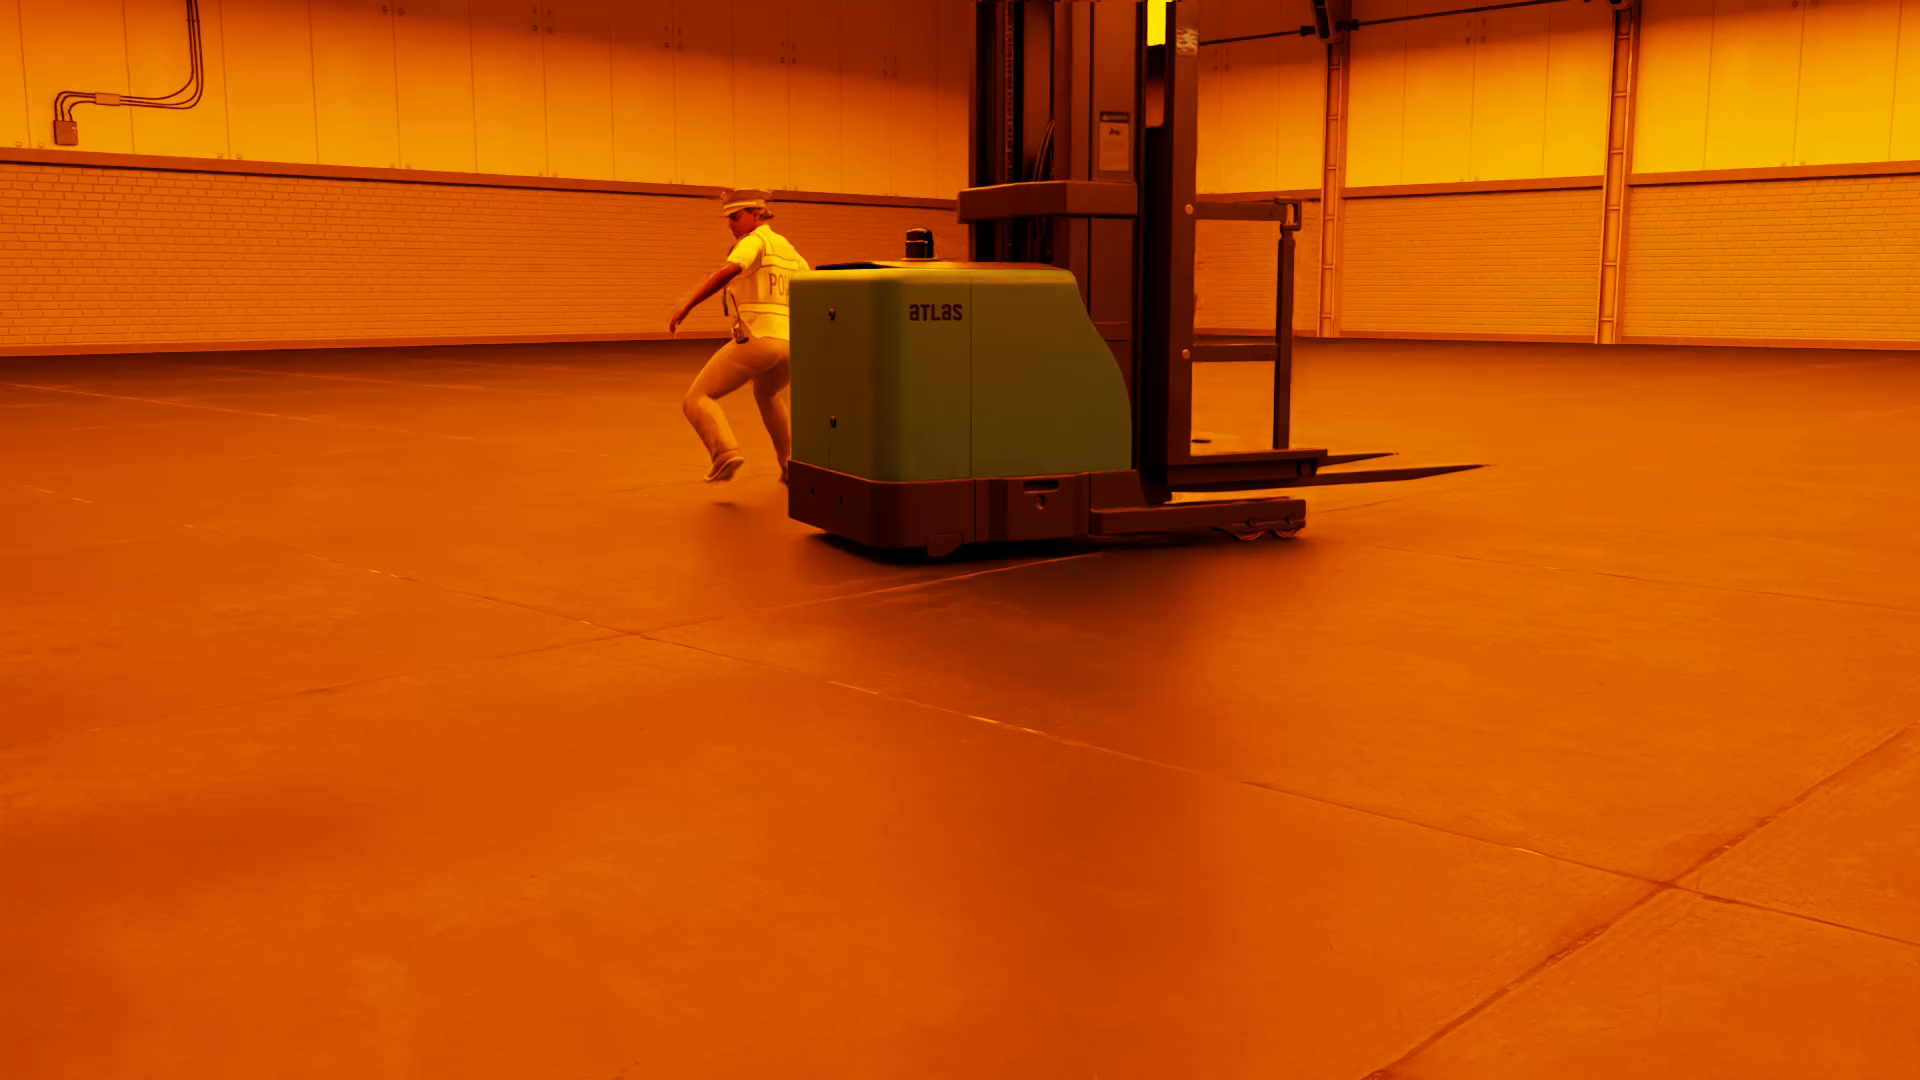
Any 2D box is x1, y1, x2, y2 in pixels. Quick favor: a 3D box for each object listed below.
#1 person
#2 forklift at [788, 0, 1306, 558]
[{"bbox_3d":[-1.043,-1.025,8.261,0.463,1.428,0.901,5,10,32],"label":"person"},{"bbox_3d":[0.847,-1.510,6.905,3.031,2.935,1.130,-4,9,-26],"label":"forklift"}]
